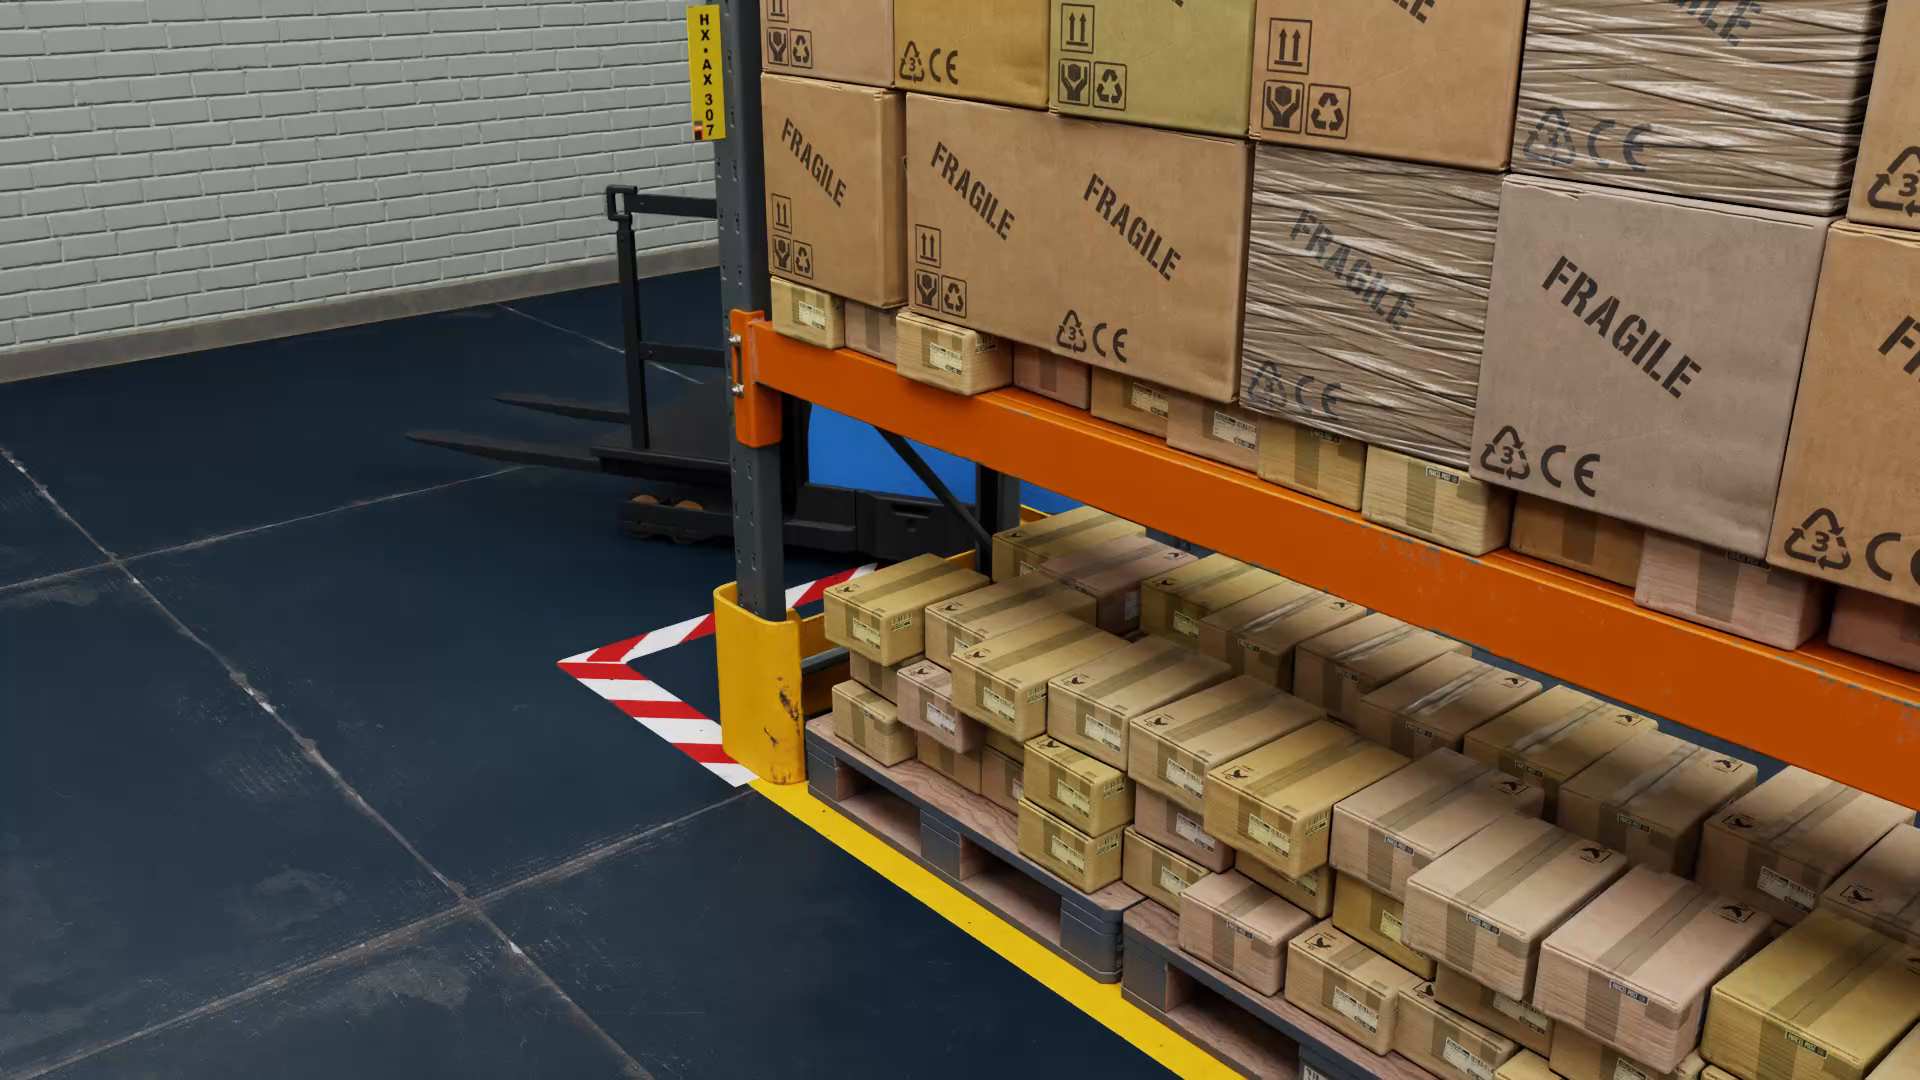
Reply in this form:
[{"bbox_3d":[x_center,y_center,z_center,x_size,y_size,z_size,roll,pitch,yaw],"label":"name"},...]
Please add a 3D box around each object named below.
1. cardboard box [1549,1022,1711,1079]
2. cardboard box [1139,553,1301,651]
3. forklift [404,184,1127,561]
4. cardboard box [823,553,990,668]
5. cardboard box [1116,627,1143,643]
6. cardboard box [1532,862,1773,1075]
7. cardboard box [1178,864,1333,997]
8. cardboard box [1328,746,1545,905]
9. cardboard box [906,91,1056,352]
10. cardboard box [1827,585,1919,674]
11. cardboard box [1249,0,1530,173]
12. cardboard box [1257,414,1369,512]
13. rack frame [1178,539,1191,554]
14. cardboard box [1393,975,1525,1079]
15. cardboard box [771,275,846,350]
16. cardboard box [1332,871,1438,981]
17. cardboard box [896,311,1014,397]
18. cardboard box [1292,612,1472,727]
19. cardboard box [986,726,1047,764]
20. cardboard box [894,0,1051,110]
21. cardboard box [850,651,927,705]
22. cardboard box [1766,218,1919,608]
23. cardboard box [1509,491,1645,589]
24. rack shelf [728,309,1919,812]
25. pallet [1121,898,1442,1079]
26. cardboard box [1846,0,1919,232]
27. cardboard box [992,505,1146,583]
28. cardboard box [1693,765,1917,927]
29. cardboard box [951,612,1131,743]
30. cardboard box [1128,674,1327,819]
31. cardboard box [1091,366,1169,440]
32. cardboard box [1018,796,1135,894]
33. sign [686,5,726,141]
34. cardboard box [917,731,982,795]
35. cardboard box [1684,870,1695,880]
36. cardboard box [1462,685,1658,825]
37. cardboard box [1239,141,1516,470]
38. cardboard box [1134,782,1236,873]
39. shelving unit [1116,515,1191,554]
[{"bbox_3d":[1.296,0.888,3.030,0.380,0.149,0.250,-17,27,-36],"label":"cardboard box"},{"bbox_3d":[0.700,0.166,4.465,0.380,0.149,0.250,-18,28,-39],"label":"cardboard box"},{"bbox_3d":[-0.806,-1.518,6.340,3.031,2.935,1.130,8,23,19],"label":"forklift"},{"bbox_3d":[-0.139,0.181,4.426,0.380,0.149,0.250,-19,28,-40],"label":"cardboard box"},{"bbox_3d":[0.467,0.257,4.640,0.380,0.149,0.250,-18,28,-39],"label":"cardboard box"},{"bbox_3d":[1.236,0.753,2.966,0.380,0.149,0.250,-19,28,-40],"label":"cardboard box"},{"bbox_3d":[0.695,0.807,3.643,0.380,0.149,0.250,-19,28,-40],"label":"cardboard box"},{"bbox_3d":[0.972,0.587,3.390,0.380,0.149,0.250,-17,27,-37],"label":"cardboard box"},{"bbox_3d":[0.229,-0.753,3.748,0.500,0.500,0.500,-17,27,-37],"label":"cardboard box"},{"bbox_3d":[1.527,0.079,2.514,0.380,0.149,0.250,-18,28,-39],"label":"cardboard box"},{"bbox_3d":[0.860,-0.936,2.844,0.500,0.500,0.500,-19,28,-39],"label":"cardboard box"},{"bbox_3d":[0.796,-0.196,3.216,0.380,0.149,0.250,-16,27,-36],"label":"cardboard box"},{"bbox_3d":[0.848,-0.413,6.098,0.008,1.050,0.200,8,23,19],"label":"rack frame"},{"bbox_3d":[1.078,0.937,3.313,0.380,0.149,0.250,-17,27,-36],"label":"cardboard box"},{"bbox_3d":[-0.261,-0.615,4.285,0.380,0.149,0.250,-18,28,-38],"label":"cardboard box"},{"bbox_3d":[0.994,0.725,3.445,0.380,0.149,0.250,-16,26,-35],"label":"cardboard box"},{"bbox_3d":[0.072,-0.467,3.908,0.380,0.149,0.250,-18,28,-39],"label":"cardboard box"},{"bbox_3d":[1.038,0.314,4.088,0.380,0.149,0.250,-16,27,-36],"label":"cardboard box"},{"bbox_3d":[0.287,0.436,4.184,0.380,0.149,0.250,-17,27,-37],"label":"cardboard box"},{"bbox_3d":[0.202,-1.225,3.582,0.500,0.500,0.500,-16,27,-36],"label":"cardboard box"},{"bbox_3d":[-0.076,0.300,4.530,0.380,0.149,0.250,-16,27,-35],"label":"cardboard box"},{"bbox_3d":[1.519,-0.189,2.309,0.500,0.500,0.500,-18,28,-39],"label":"cardboard box"},{"bbox_3d":[1.168,-0.062,2.873,0.380,0.149,0.250,-18,28,-38],"label":"cardboard box"},{"bbox_3d":[1.082,-0.012,3.387,1.077,0.370,4.000,-17,27,-37],"label":"rack shelf"},{"bbox_3d":[1.122,0.990,3.667,1.003,0.211,1.213,-17,27,-37],"label":"pallet"},{"bbox_3d":[1.534,-0.652,2.119,0.500,0.500,0.500,-19,28,-39],"label":"cardboard box"},{"bbox_3d":[0.314,0.042,4.782,0.380,0.149,0.250,-17,27,-37],"label":"cardboard box"},{"bbox_3d":[1.690,0.611,3.327,0.380,0.149,0.250,-17,27,-36],"label":"cardboard box"},{"bbox_3d":[0.199,0.329,4.049,0.380,0.149,0.250,-18,27,-38],"label":"cardboard box"},{"bbox_3d":[0.598,0.457,3.723,0.380,0.149,0.250,-16,27,-35],"label":"cardboard box"},{"bbox_3d":[0.504,-0.347,3.603,0.380,0.149,0.250,-18,28,-38],"label":"cardboard box"},{"bbox_3d":[0.360,0.670,3.993,0.380,0.149,0.250,-17,27,-37],"label":"cardboard box"},{"bbox_3d":[-0.635,-1.173,4.179,0.100,0.325,0.005,-17,27,-37],"label":"sign"},{"bbox_3d":[0.109,0.506,4.411,0.380,0.149,0.250,-18,27,-38],"label":"cardboard box"},{"bbox_3d":[1.521,0.674,3.576,0.380,0.149,0.250,-18,27,-38],"label":"cardboard box"},{"bbox_3d":[1.319,0.478,3.667,0.380,0.149,0.250,-17,27,-37],"label":"cardboard box"},{"bbox_3d":[0.876,-0.475,3.039,0.500,0.500,0.500,-18,28,-39],"label":"cardboard box"},{"bbox_3d":[0.617,0.583,3.808,0.380,0.149,0.250,-19,28,-40],"label":"cardboard box"},{"bbox_3d":[0.734,-0.428,6.137,0.252,1.050,0.215,8,23,19],"label":"shelving unit"}]
